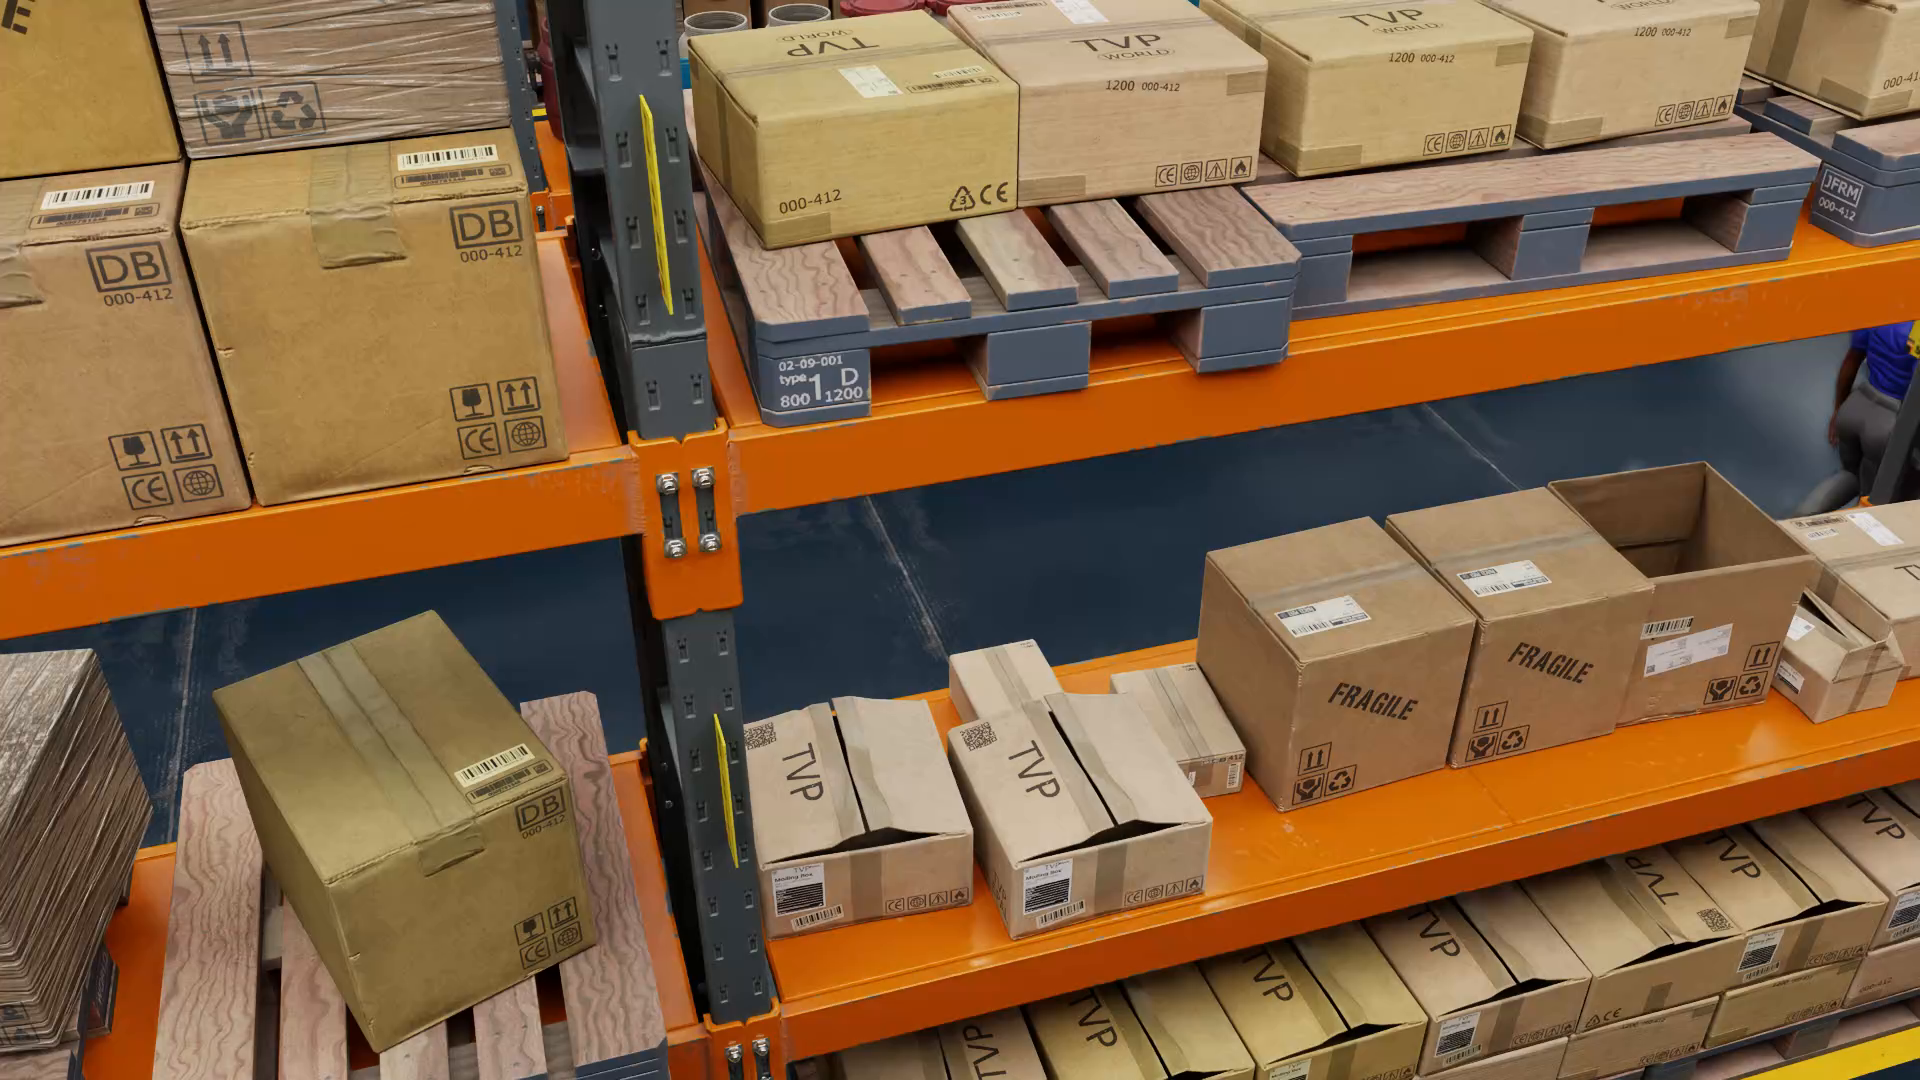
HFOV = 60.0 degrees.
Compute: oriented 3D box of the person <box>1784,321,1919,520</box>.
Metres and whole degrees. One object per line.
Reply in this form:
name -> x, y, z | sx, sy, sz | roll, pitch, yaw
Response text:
person -> 3.732, -0.455, 6.777 | 0.472, 1.646, 0.443 | -9, 35, -13
